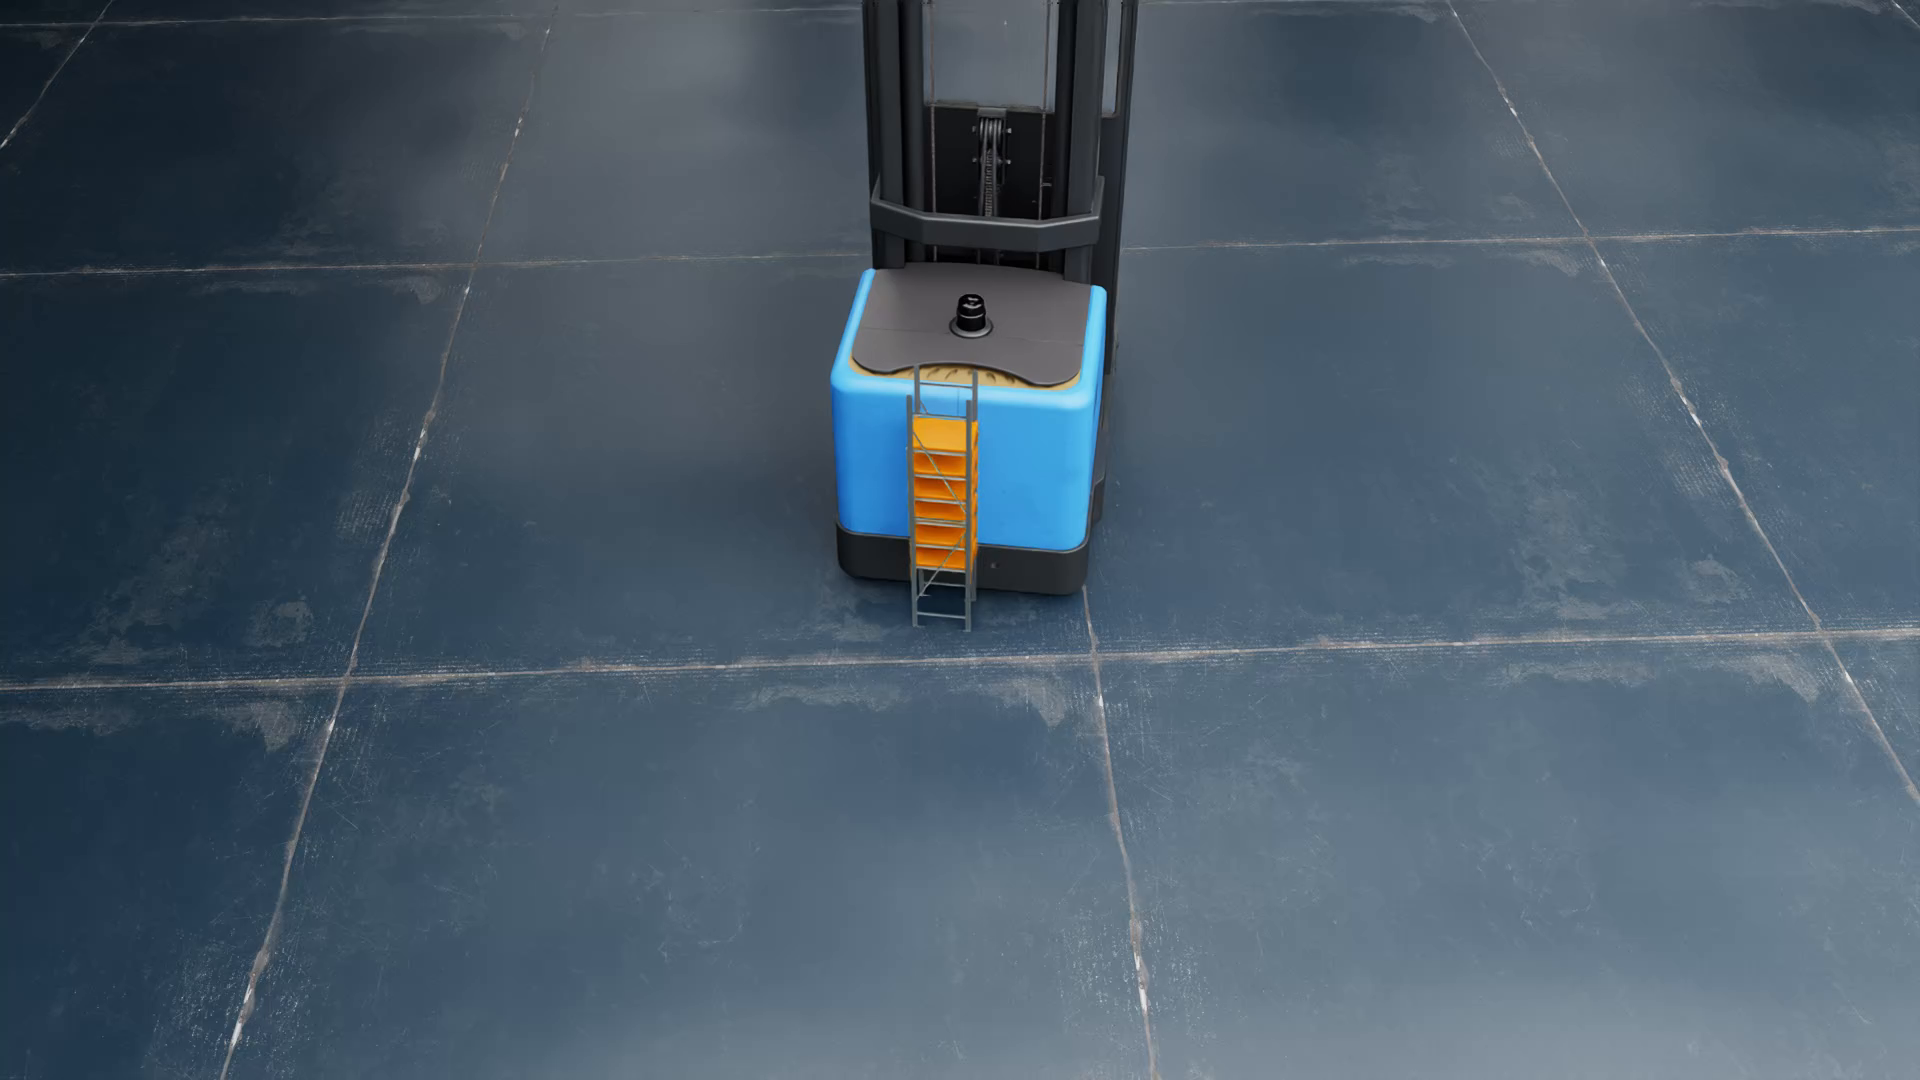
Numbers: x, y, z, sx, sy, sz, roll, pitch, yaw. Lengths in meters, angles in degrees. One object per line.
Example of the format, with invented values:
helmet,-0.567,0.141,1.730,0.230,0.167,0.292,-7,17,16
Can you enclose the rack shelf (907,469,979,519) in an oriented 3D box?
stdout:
rack shelf,-0.065,-0.191,6.458,0.258,0.103,0.180,5,43,6

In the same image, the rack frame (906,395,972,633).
rack frame,-0.077,-0.074,6.442,0.240,1.200,0.006,5,43,6

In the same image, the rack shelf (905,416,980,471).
rack shelf,-0.065,-0.368,6.296,0.258,0.103,0.180,5,43,6

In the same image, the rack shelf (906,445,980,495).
rack shelf,-0.065,-0.279,6.377,0.258,0.103,0.180,5,43,6

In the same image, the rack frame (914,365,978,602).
rack frame,-0.053,-0.196,6.576,0.240,1.200,0.006,5,43,6

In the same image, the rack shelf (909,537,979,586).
rack shelf,-0.065,0.075,6.701,0.258,0.103,0.180,5,43,6

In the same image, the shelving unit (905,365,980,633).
shelving unit,-0.065,-0.135,6.509,0.258,1.200,0.189,5,43,6

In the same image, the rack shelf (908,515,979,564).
rack shelf,-0.065,-0.014,6.620,0.258,0.103,0.180,5,43,6

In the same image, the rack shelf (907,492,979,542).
rack shelf,-0.065,-0.102,6.539,0.258,0.103,0.180,5,43,6

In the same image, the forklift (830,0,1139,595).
forklift,0.189,-1.851,7.100,1.130,2.935,3.031,5,43,6
